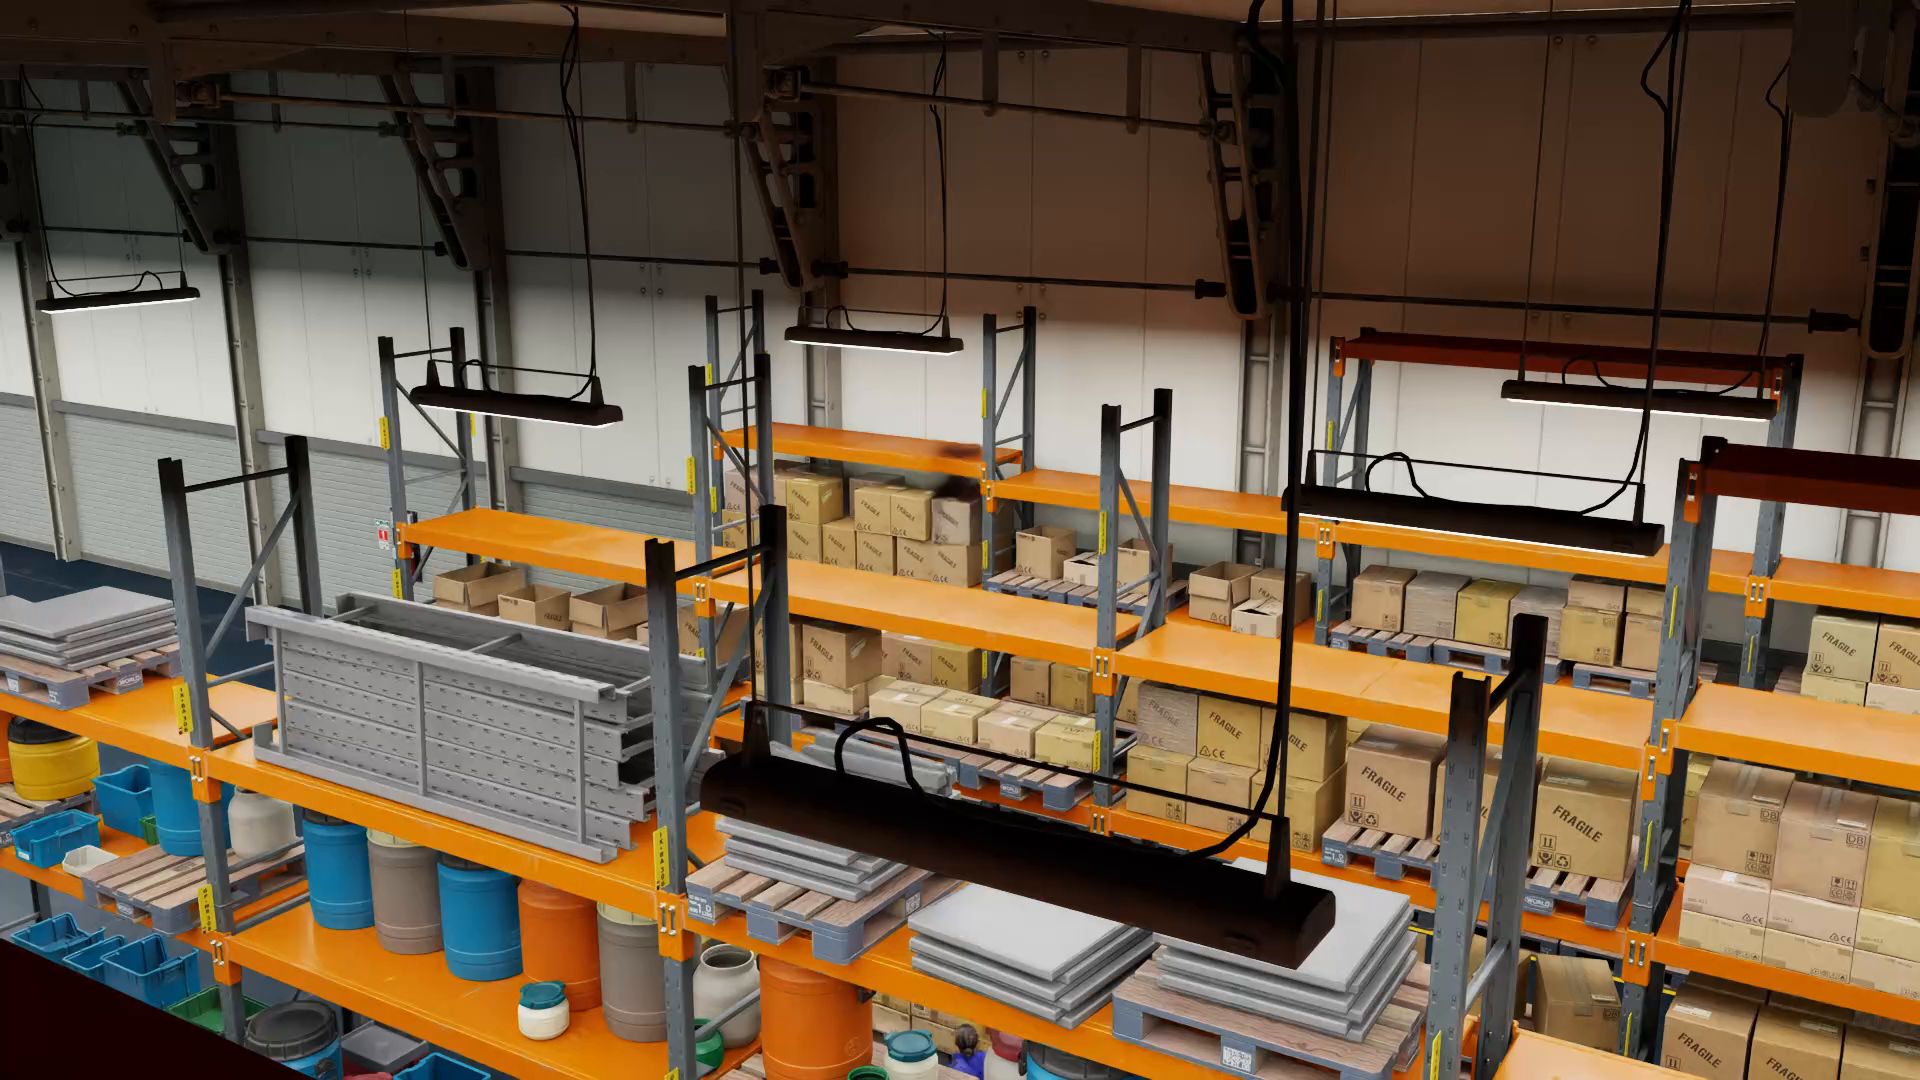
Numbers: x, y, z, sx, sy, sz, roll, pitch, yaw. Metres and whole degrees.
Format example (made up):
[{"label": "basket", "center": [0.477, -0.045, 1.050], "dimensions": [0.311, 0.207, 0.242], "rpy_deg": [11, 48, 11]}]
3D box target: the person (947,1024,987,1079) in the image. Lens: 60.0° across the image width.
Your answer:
[{"label": "person", "center": [0.073, 4.320, 12.402], "dimensions": [0.939, 1.606, 0.550], "rpy_deg": [5, 15, 21]}]
